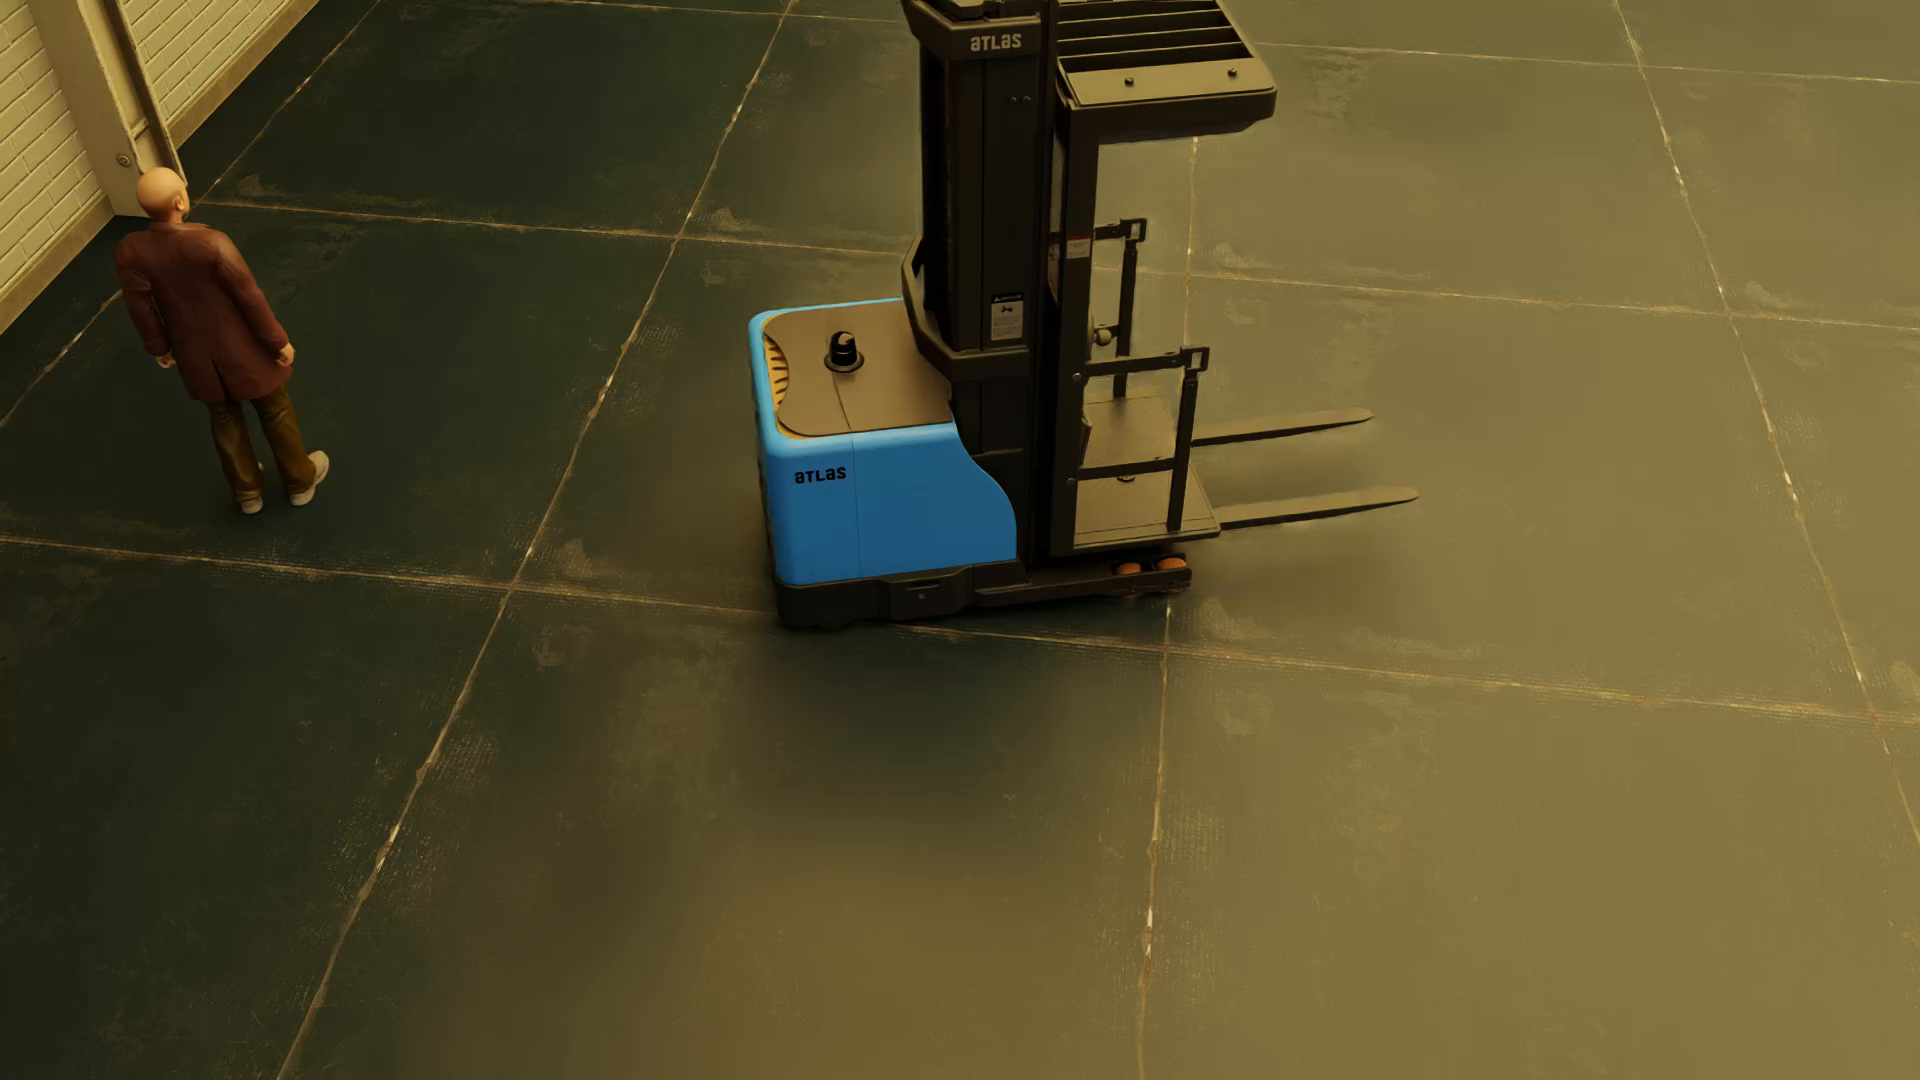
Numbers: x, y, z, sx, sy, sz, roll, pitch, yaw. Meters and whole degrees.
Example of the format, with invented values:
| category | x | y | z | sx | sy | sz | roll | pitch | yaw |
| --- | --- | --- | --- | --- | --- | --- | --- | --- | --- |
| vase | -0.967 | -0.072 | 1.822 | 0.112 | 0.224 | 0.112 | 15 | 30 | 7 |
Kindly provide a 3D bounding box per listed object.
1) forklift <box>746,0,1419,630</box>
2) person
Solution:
| category | x | y | z | sx | sy | sz | roll | pitch | yaw |
| --- | --- | --- | --- | --- | --- | --- | --- | --- | --- |
| forklift | 0.603 | -1.161 | 6.988 | 3.031 | 2.935 | 1.130 | -7 | 43 | -7 |
| person | -3.354 | -0.916 | 7.572 | 0.643 | 1.782 | 0.421 | -2 | 43 | -3 |
